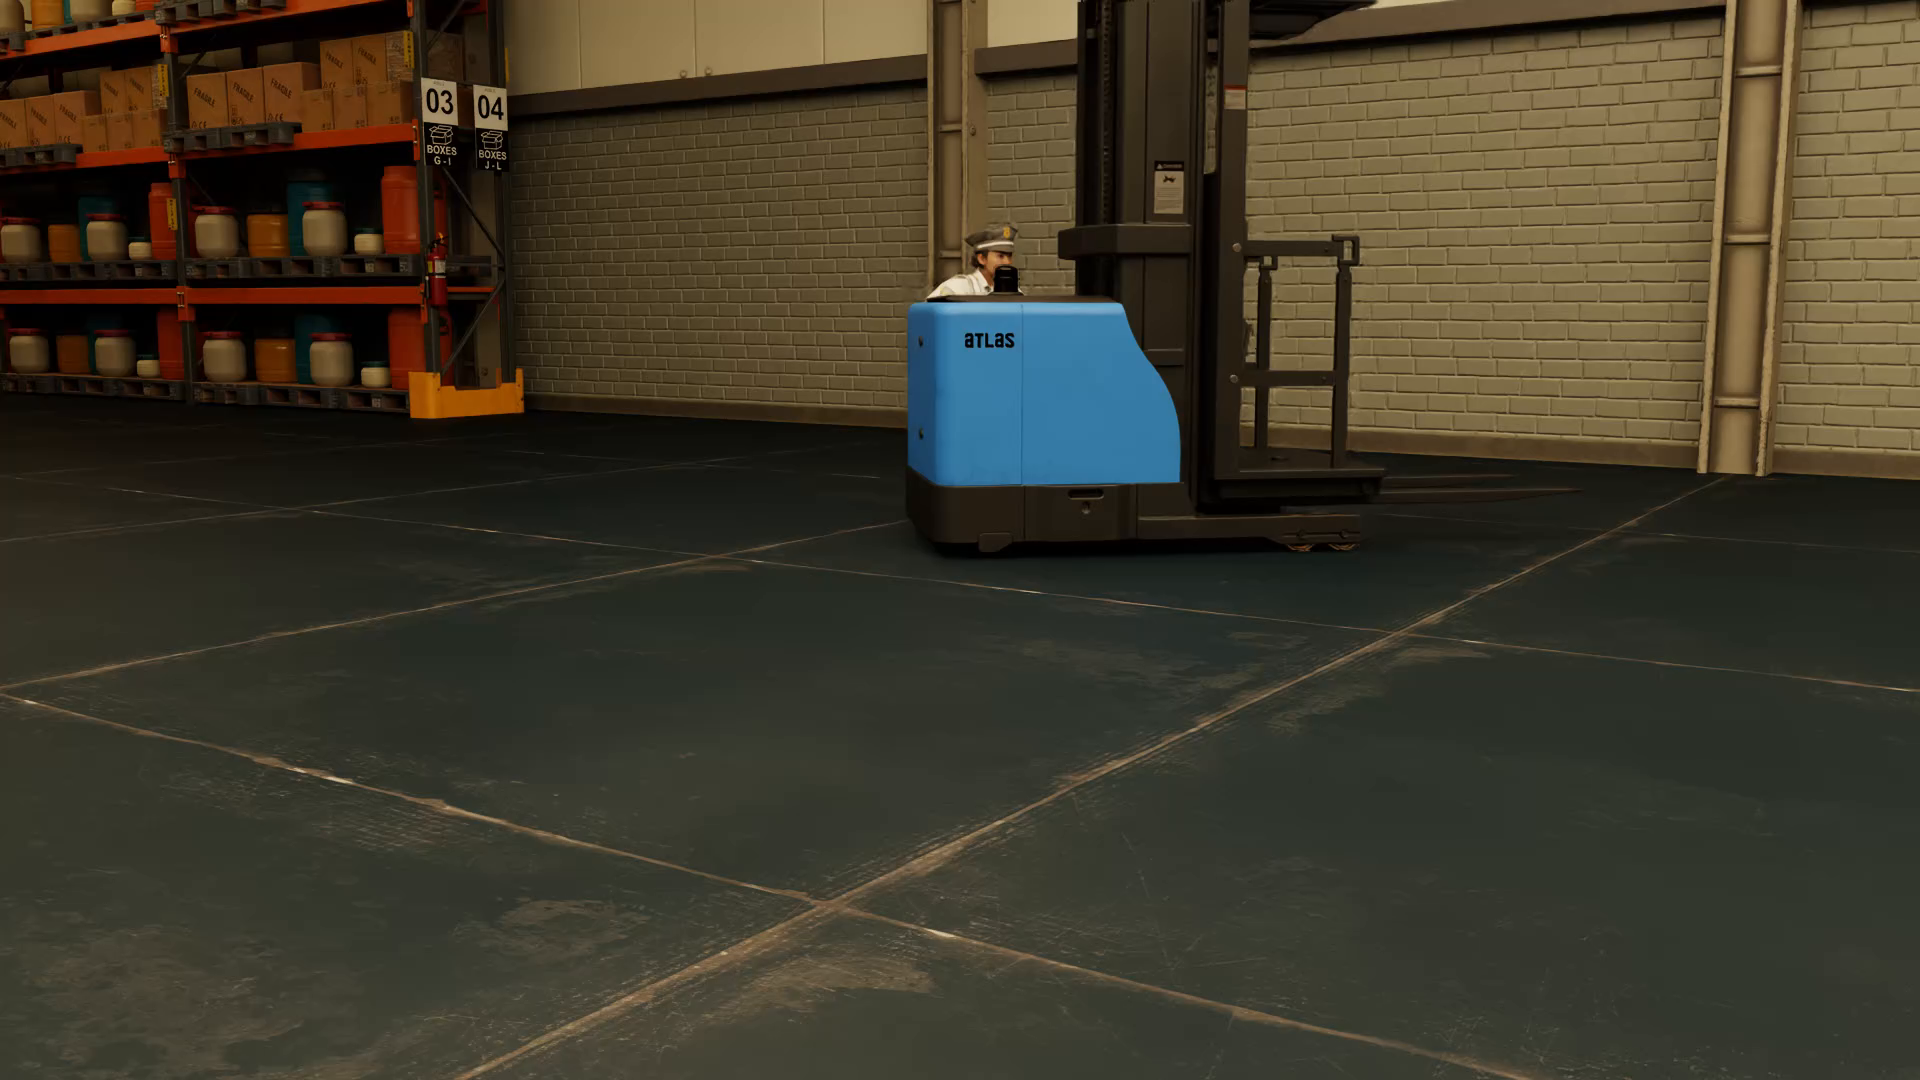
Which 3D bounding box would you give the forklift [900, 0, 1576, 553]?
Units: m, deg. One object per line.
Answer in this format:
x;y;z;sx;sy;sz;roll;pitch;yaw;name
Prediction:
1.282;-1.470;7.532;3.031;2.935;1.130;-1;8;-9;forklift

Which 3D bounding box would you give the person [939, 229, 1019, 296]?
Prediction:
0.265;-0.789;8.151;0.807;1.455;0.751;7;11;41;person
